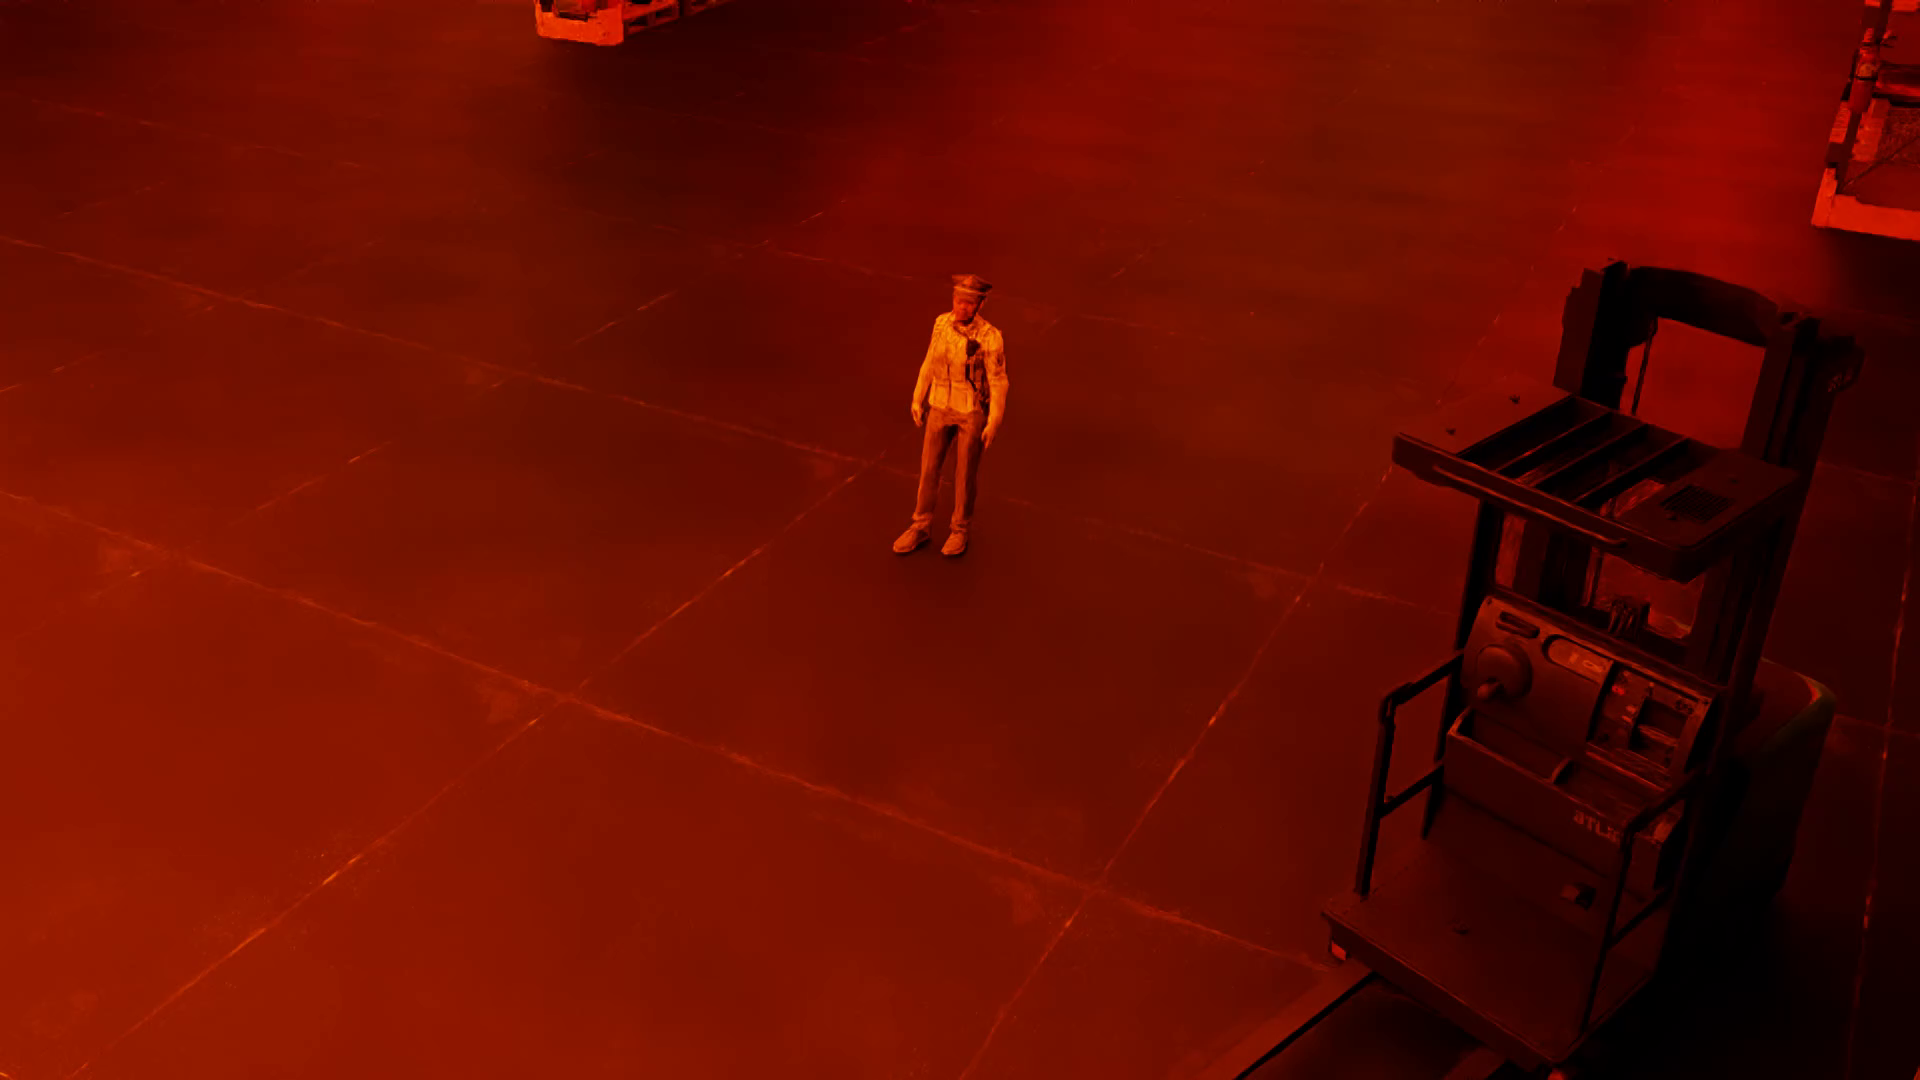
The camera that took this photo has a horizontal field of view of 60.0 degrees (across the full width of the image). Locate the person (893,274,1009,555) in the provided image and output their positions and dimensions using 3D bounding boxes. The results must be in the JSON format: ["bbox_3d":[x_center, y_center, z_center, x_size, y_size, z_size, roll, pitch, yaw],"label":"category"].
[{"bbox_3d":[-0.039,-0.713,9.527,0.586,1.695,0.533,15,33,25],"label":"person"}]

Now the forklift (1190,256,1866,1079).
[{"bbox_3d":[2.165,0.574,6.077,3.031,2.935,1.130,-24,37,-35],"label":"forklift"}]
